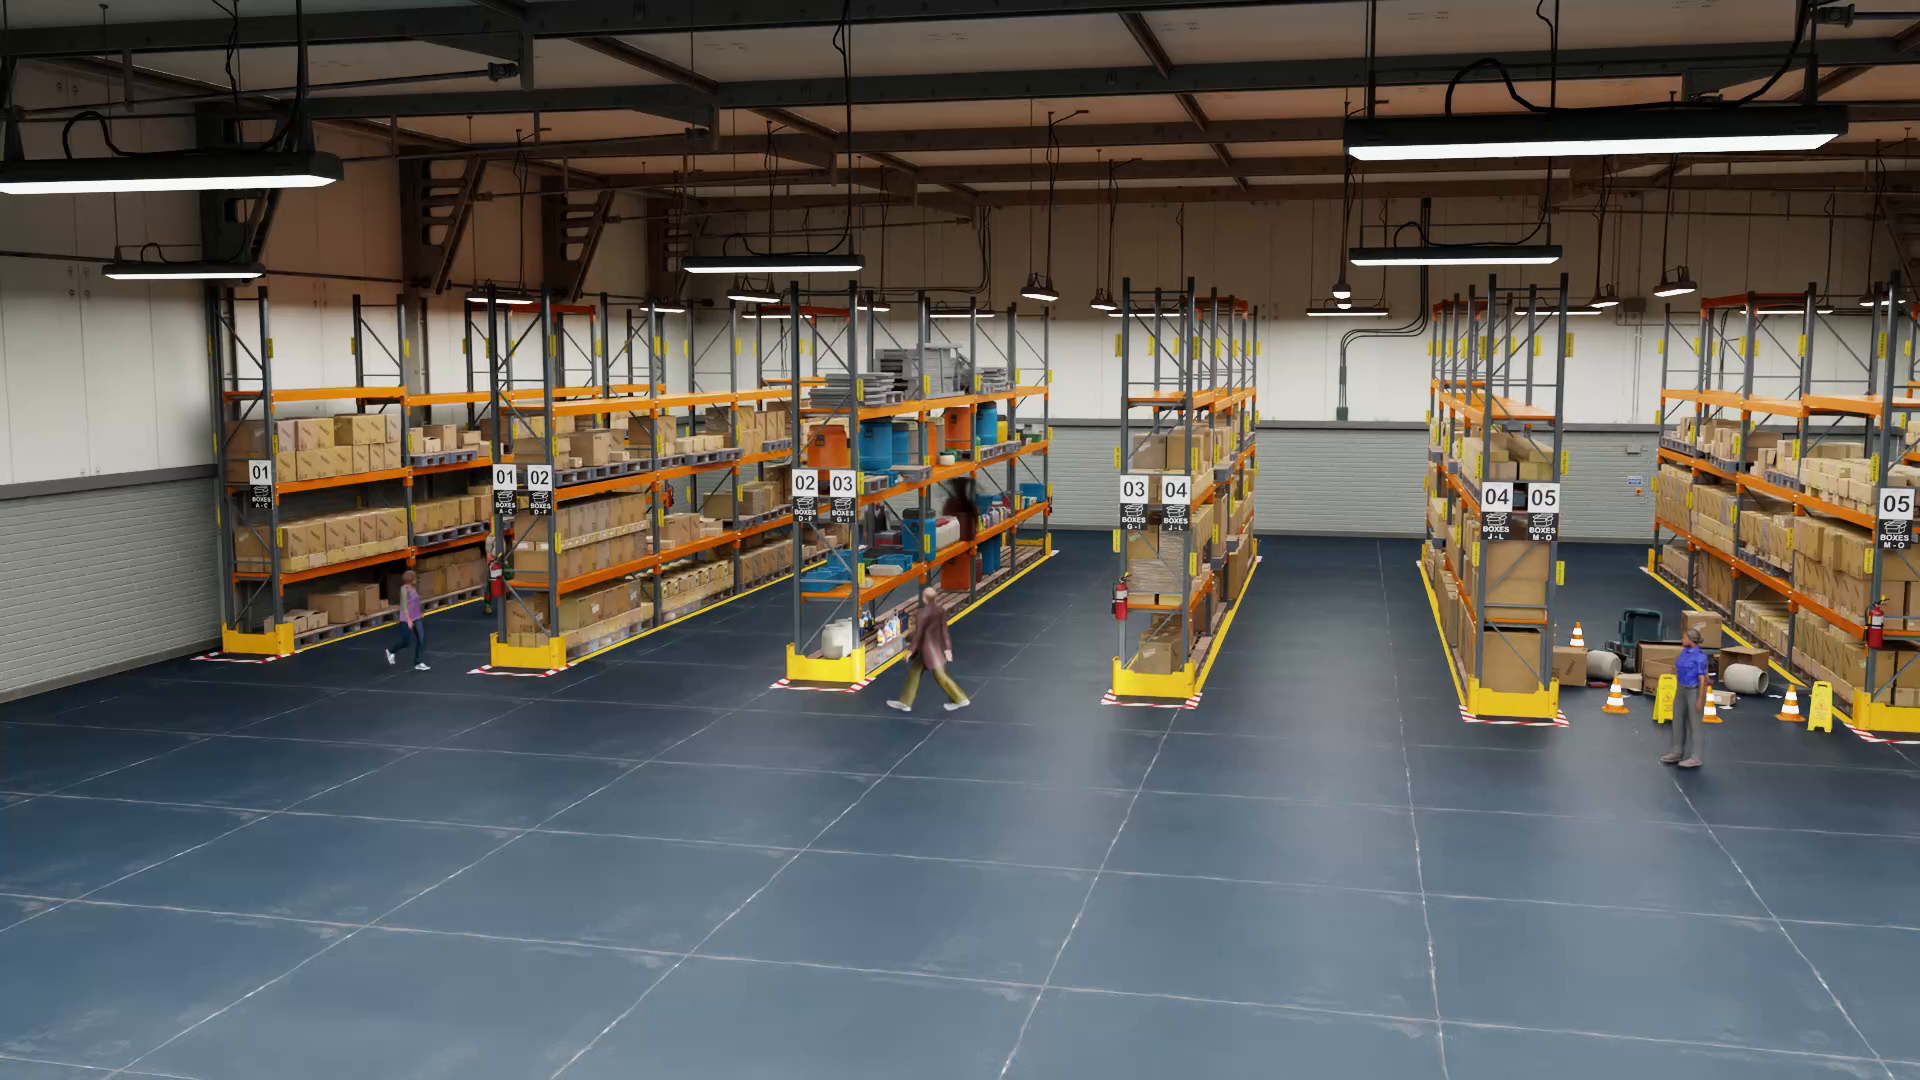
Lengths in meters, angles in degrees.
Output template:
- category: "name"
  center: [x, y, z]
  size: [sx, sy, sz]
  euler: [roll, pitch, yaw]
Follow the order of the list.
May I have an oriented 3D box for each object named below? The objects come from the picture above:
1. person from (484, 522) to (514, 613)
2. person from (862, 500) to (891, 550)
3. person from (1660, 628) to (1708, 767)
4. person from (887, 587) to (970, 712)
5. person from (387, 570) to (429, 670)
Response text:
- category: "person"
  center: [-8.784, 0.501, 31.625]
  size: [0.468, 1.812, 0.687]
  euler: [3, 7, 26]
- category: "person"
  center: [-1.758, -0.125, 34.926]
  size: [0.649, 1.677, 1.031]
  euler: [1, 7, 11]
- category: "person"
  center: [8.731, 1.878, 19.982]
  size: [0.385, 1.661, 0.507]
  euler: [-2, 7, -19]
- category: "person"
  center: [-0.438, 1.512, 22.896]
  size: [1.117, 1.740, 0.511]
  euler: [-1, 7, -9]
- category: "person"
  center: [-8.629, 1.243, 25.955]
  size: [0.723, 1.564, 0.384]
  euler: [4, 8, 34]
